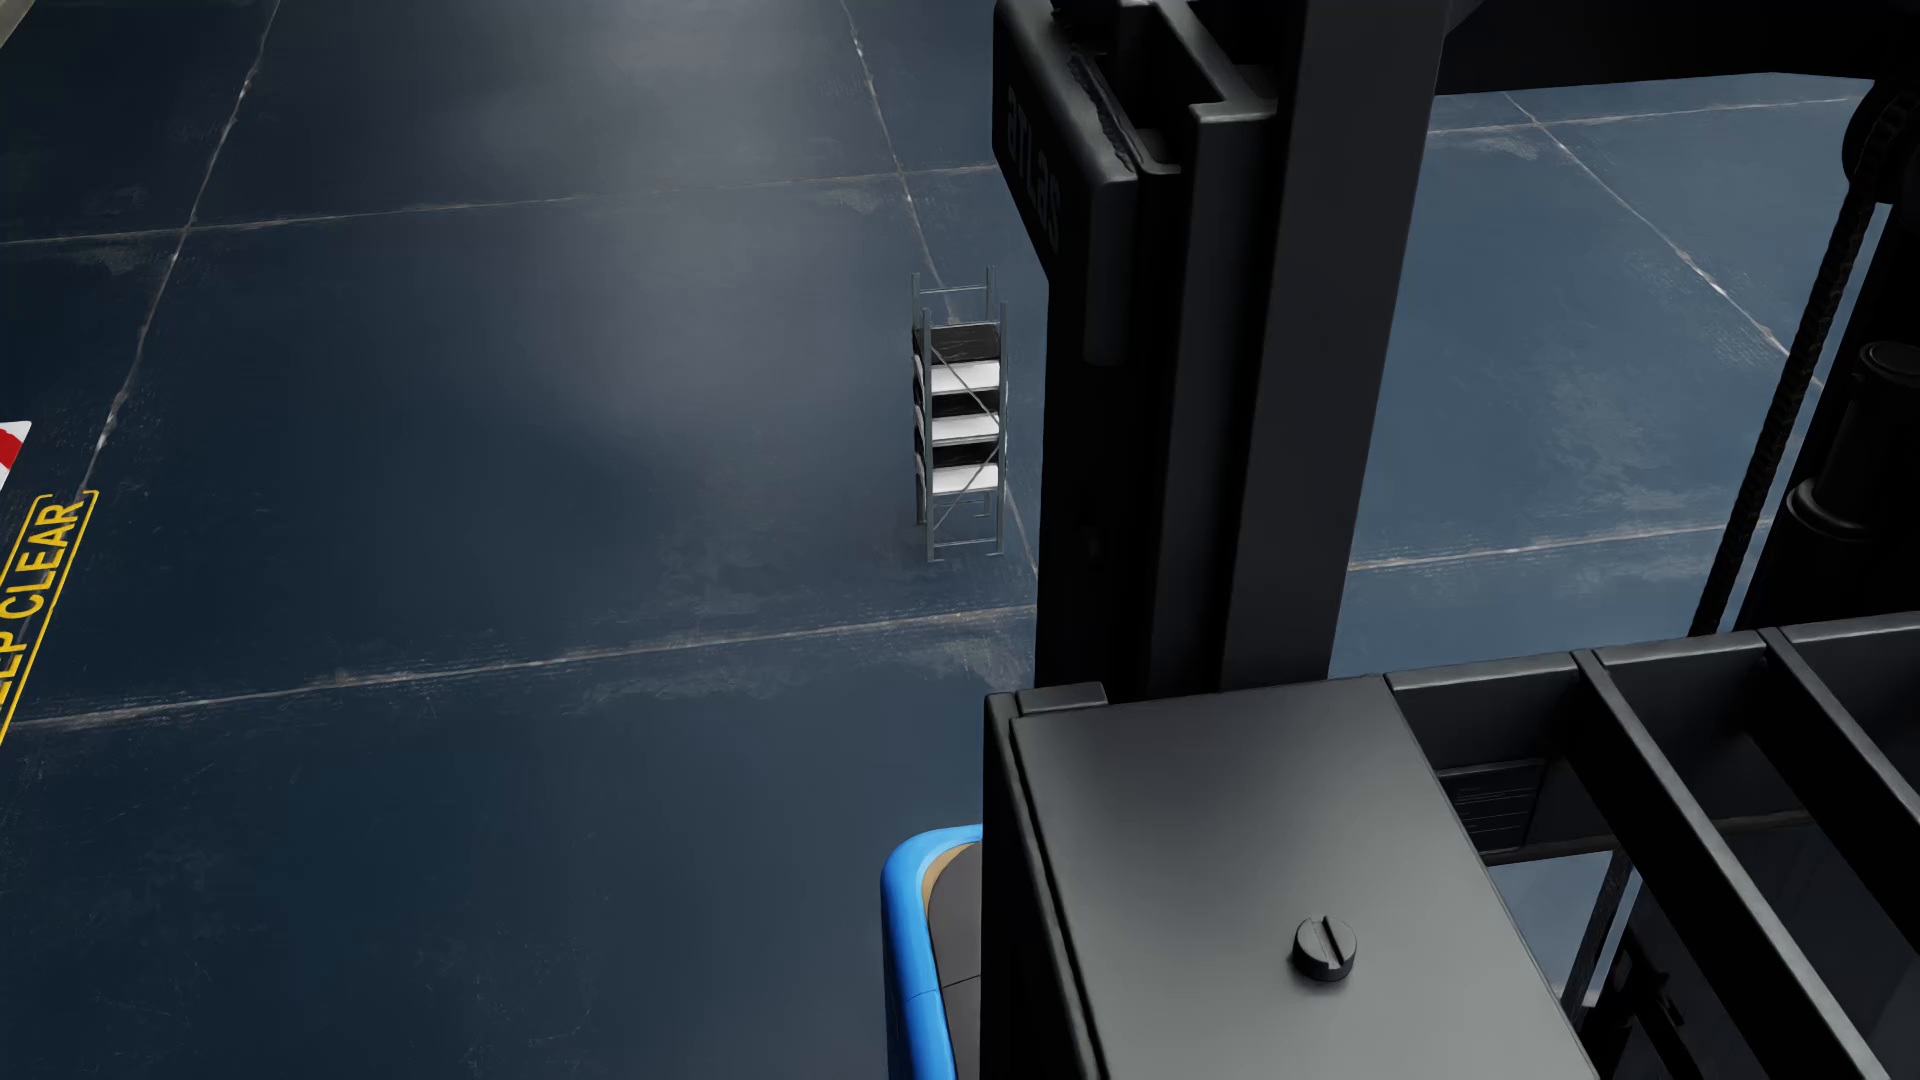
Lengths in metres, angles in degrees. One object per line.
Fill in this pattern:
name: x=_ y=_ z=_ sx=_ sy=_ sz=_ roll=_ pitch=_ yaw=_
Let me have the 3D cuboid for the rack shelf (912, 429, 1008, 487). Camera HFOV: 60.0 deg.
rack shelf: x=-0.001 y=-0.263 z=5.056 sx=0.258 sy=0.077 sz=0.200 roll=-6 pitch=38 yaw=-8

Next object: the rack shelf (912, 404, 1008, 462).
rack shelf: x=-0.001 y=-0.334 z=5.001 sx=0.258 sy=0.077 sz=0.200 roll=-6 pitch=38 yaw=-8

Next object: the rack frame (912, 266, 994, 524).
rack frame: x=-0.019 y=-0.422 z=5.059 sx=0.240 sy=0.900 sz=0.006 roll=-6 pitch=38 yaw=-8

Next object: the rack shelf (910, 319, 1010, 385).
rack shelf: x=-0.001 y=-0.547 z=4.835 sx=0.258 sy=0.077 sz=0.200 roll=-6 pitch=38 yaw=-8

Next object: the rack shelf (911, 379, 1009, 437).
rack shelf: x=-0.001 y=-0.405 z=4.945 sx=0.258 sy=0.077 sz=0.200 roll=-6 pitch=38 yaw=-8
